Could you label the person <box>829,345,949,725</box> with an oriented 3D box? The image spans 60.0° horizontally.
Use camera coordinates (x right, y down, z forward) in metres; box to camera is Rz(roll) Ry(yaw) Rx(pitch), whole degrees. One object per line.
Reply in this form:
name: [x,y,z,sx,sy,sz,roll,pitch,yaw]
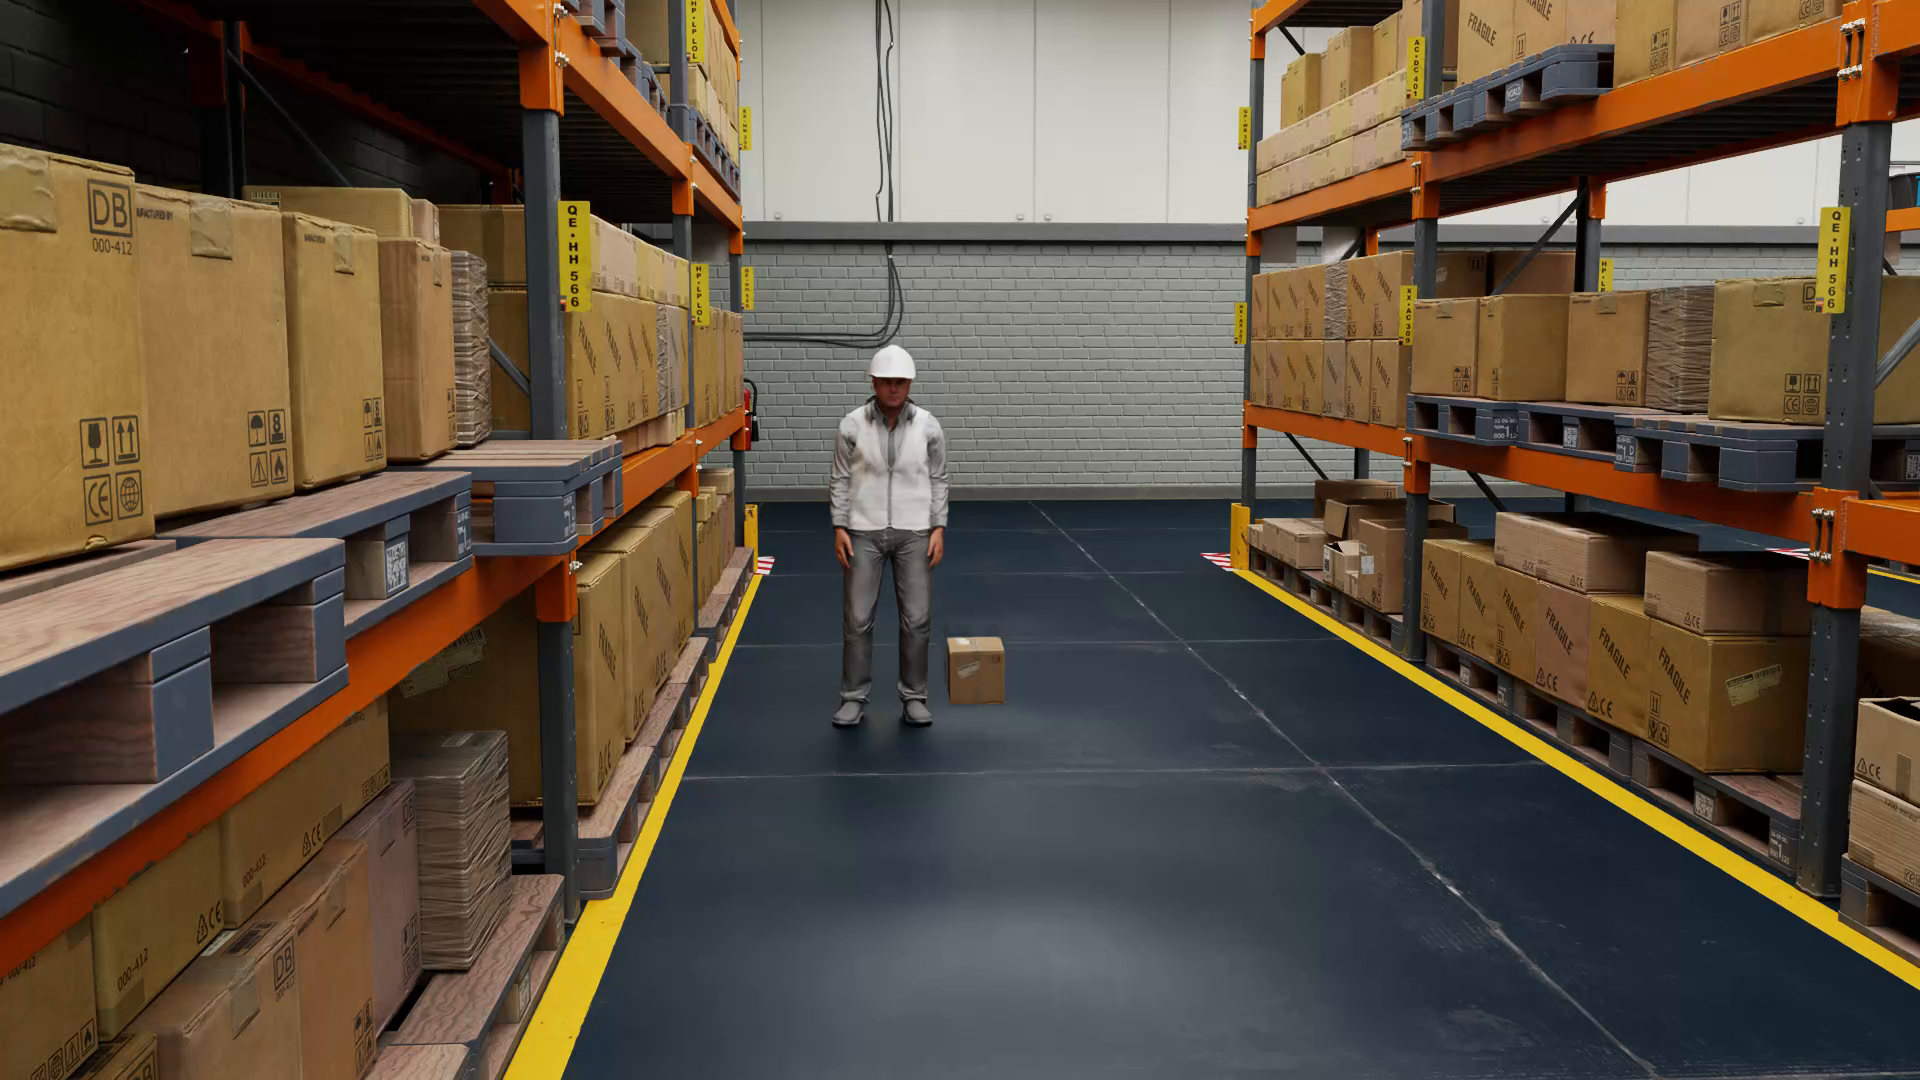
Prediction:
person: [-0.331,-0.025,7.835,0.566,1.773,0.447,0,7,-4]
